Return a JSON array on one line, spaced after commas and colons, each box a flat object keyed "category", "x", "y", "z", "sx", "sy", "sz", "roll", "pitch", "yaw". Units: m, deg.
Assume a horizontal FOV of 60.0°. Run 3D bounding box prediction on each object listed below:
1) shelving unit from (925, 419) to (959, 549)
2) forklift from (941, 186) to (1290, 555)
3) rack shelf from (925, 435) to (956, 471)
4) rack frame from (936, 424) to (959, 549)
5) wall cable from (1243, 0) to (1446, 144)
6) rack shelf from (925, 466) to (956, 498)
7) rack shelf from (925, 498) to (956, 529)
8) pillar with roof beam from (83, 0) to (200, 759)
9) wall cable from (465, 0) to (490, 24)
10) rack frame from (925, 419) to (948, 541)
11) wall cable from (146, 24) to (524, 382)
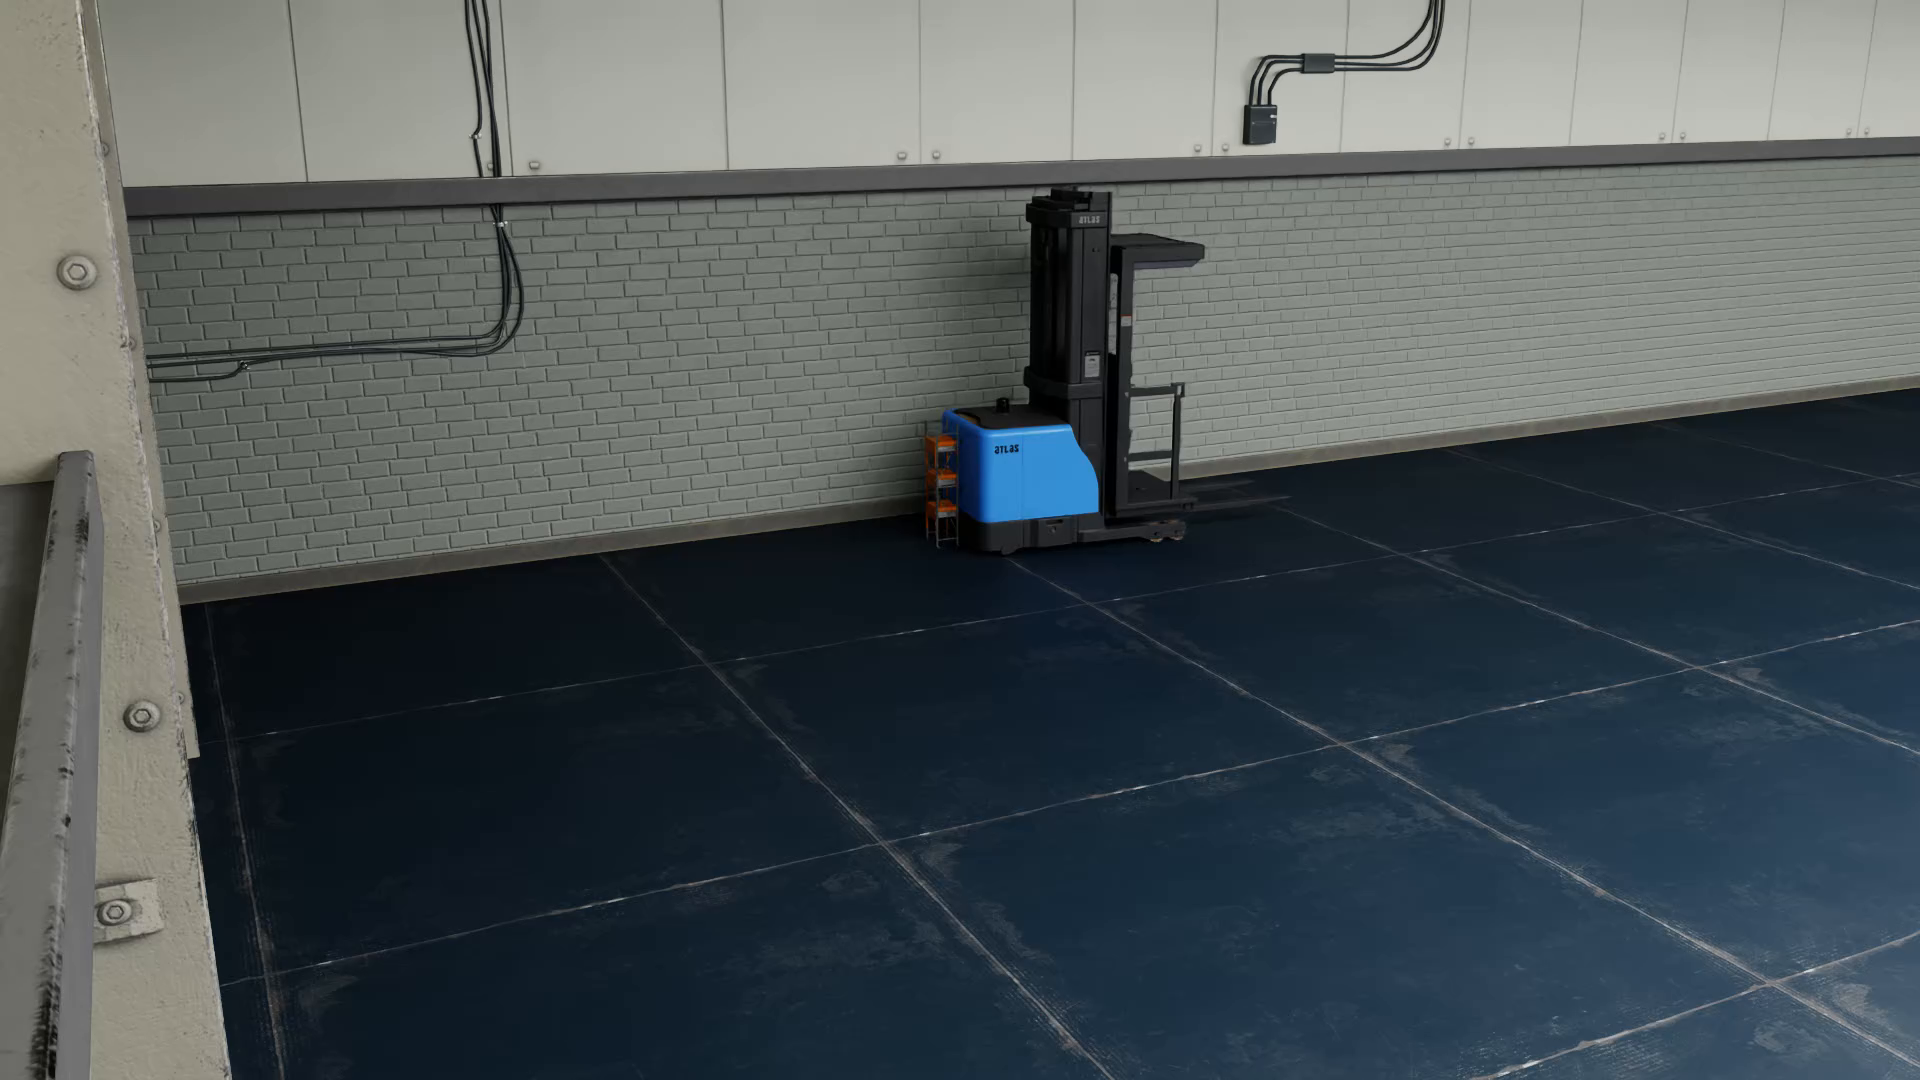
[{"category": "shelving unit", "x": -0.151, "y": -0.474, "z": 13.999, "sx": 0.215, "sy": 1.050, "sz": 0.252, "roll": -6, "pitch": 17, "yaw": -21}, {"category": "forklift", "x": 1.404, "y": -1.519, "z": 14.229, "sx": 3.031, "sy": 2.935, "sz": 1.130, "roll": -6, "pitch": 17, "yaw": -20}, {"category": "rack shelf", "x": -0.151, "y": -0.737, "z": 13.924, "sx": 0.215, "sy": 0.259, "sz": 0.240, "roll": -6, "pitch": 17, "yaw": -21}, {"category": "rack frame", "x": -0.107, "y": -0.443, "z": 13.890, "sx": 0.200, "sy": 1.050, "sz": 0.008, "roll": -6, "pitch": 17, "yaw": -21}, {"category": "wall cable", "x": 3.733, "y": -6.747, "z": 15.284, "sx": 2.305, "sy": 6.003, "sz": 0.169, "roll": -8, "pitch": 18, "yaw": -25}, {"category": "rack shelf", "x": -0.151, "y": -0.464, "z": 14.002, "sx": 0.215, "sy": 0.259, "sz": 0.240, "roll": -6, "pitch": 17, "yaw": -21}, {"category": "rack shelf", "x": -0.151, "y": -0.197, "z": 14.079, "sx": 0.215, "sy": 0.259, "sz": 0.240, "roll": -6, "pitch": 17, "yaw": -21}, {"category": "pillar with roof beam", "x": -0.836, "y": -3.599, "z": 10.479, "sx": 9.100, "sy": 9.000, "sz": 0.400, "roll": -8, "pitch": 18, "yaw": -25}, {"category": "wall cable", "x": -2.376, "y": -5.231, "z": 12.640, "sx": 3.097, "sy": 2.526, "sz": 0.112, "roll": -8, "pitch": 18, "yaw": -25}, {"category": "rack frame", "x": -0.196, "y": -0.505, "z": 14.108, "sx": 0.200, "sy": 1.050, "sz": 0.008, "roll": -6, "pitch": 17, "yaw": -21}, {"category": "wall cable", "x": -4.808, "y": -2.477, "z": 12.197, "sx": 3.097, "sy": 2.526, "sz": 0.112, "roll": -8, "pitch": 18, "yaw": -25}]
